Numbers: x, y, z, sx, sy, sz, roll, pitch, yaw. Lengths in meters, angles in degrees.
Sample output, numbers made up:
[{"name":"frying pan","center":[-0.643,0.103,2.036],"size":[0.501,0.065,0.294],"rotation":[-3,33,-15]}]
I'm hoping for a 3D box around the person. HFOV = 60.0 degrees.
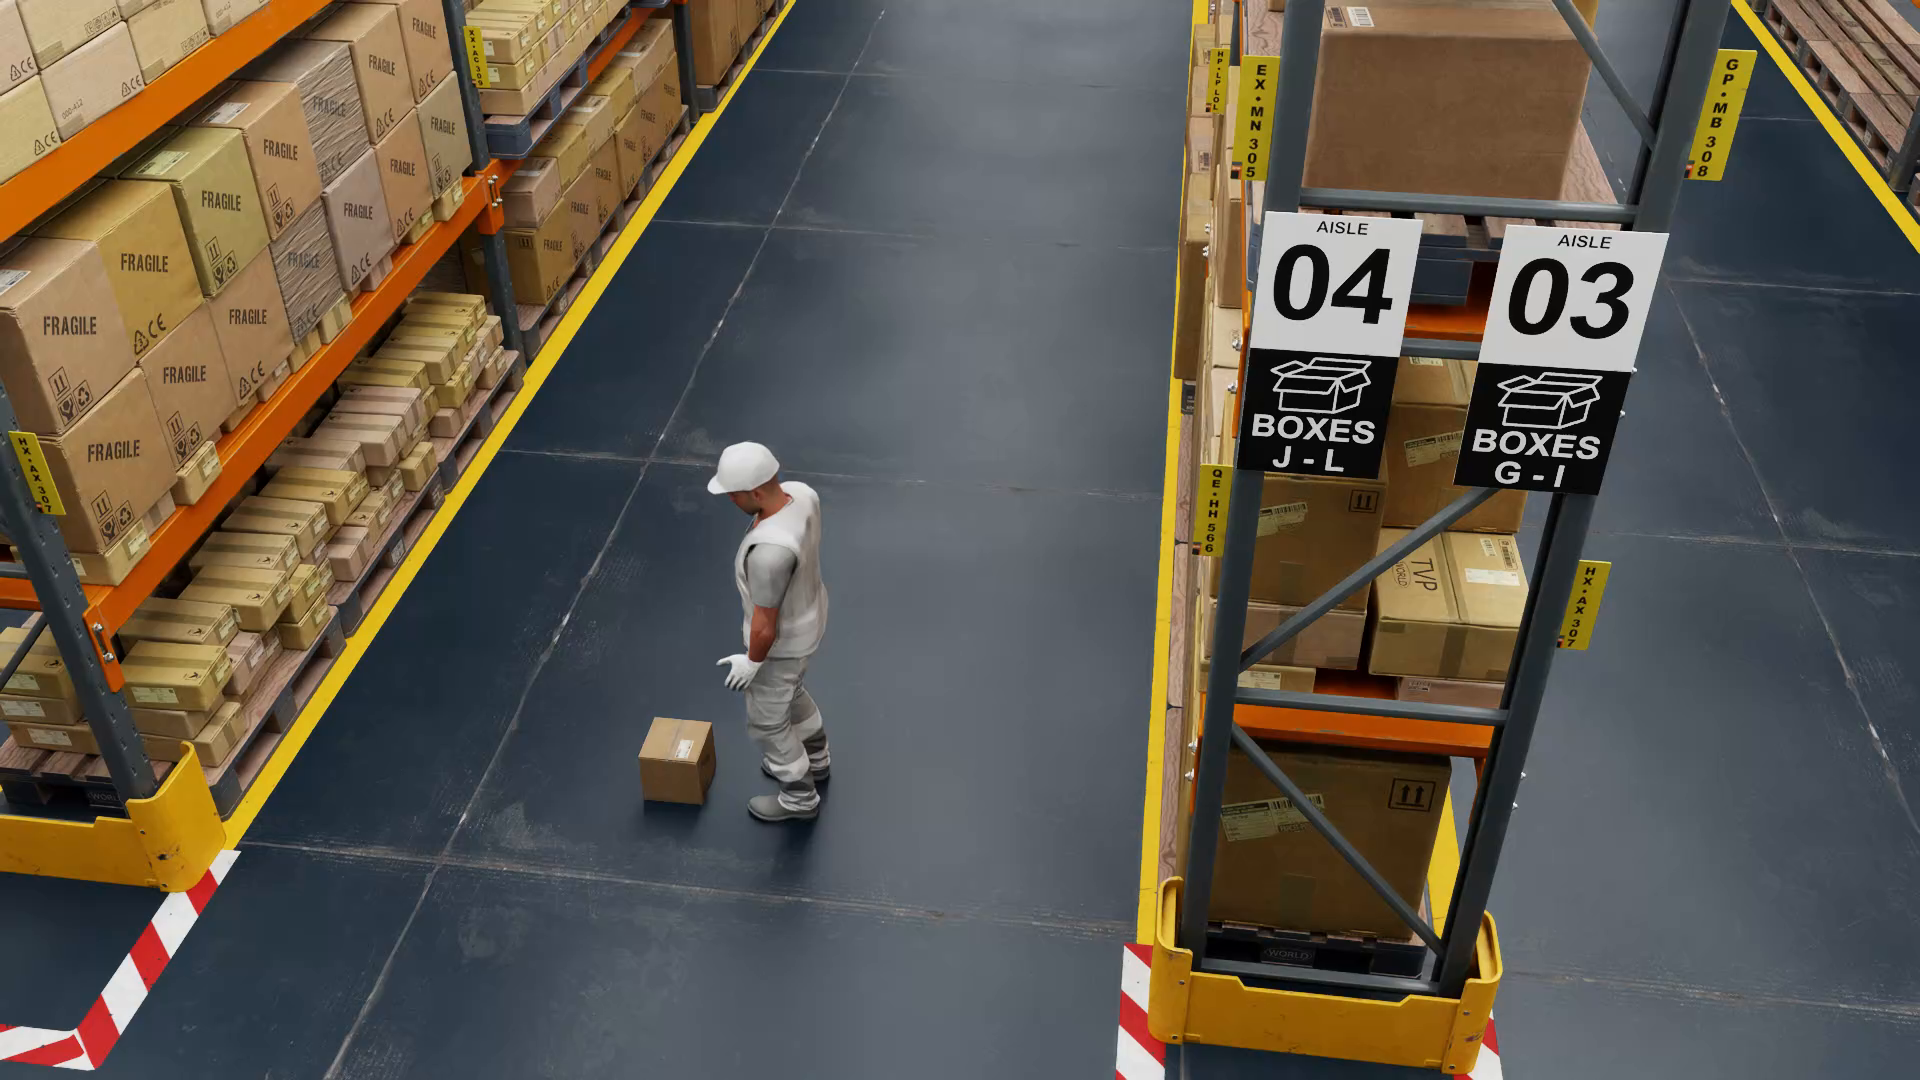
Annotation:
[{"name":"person","center":[-0.727,0.373,6.526],"size":[0.400,1.762,0.533],"rotation":[5,36,7]}]
